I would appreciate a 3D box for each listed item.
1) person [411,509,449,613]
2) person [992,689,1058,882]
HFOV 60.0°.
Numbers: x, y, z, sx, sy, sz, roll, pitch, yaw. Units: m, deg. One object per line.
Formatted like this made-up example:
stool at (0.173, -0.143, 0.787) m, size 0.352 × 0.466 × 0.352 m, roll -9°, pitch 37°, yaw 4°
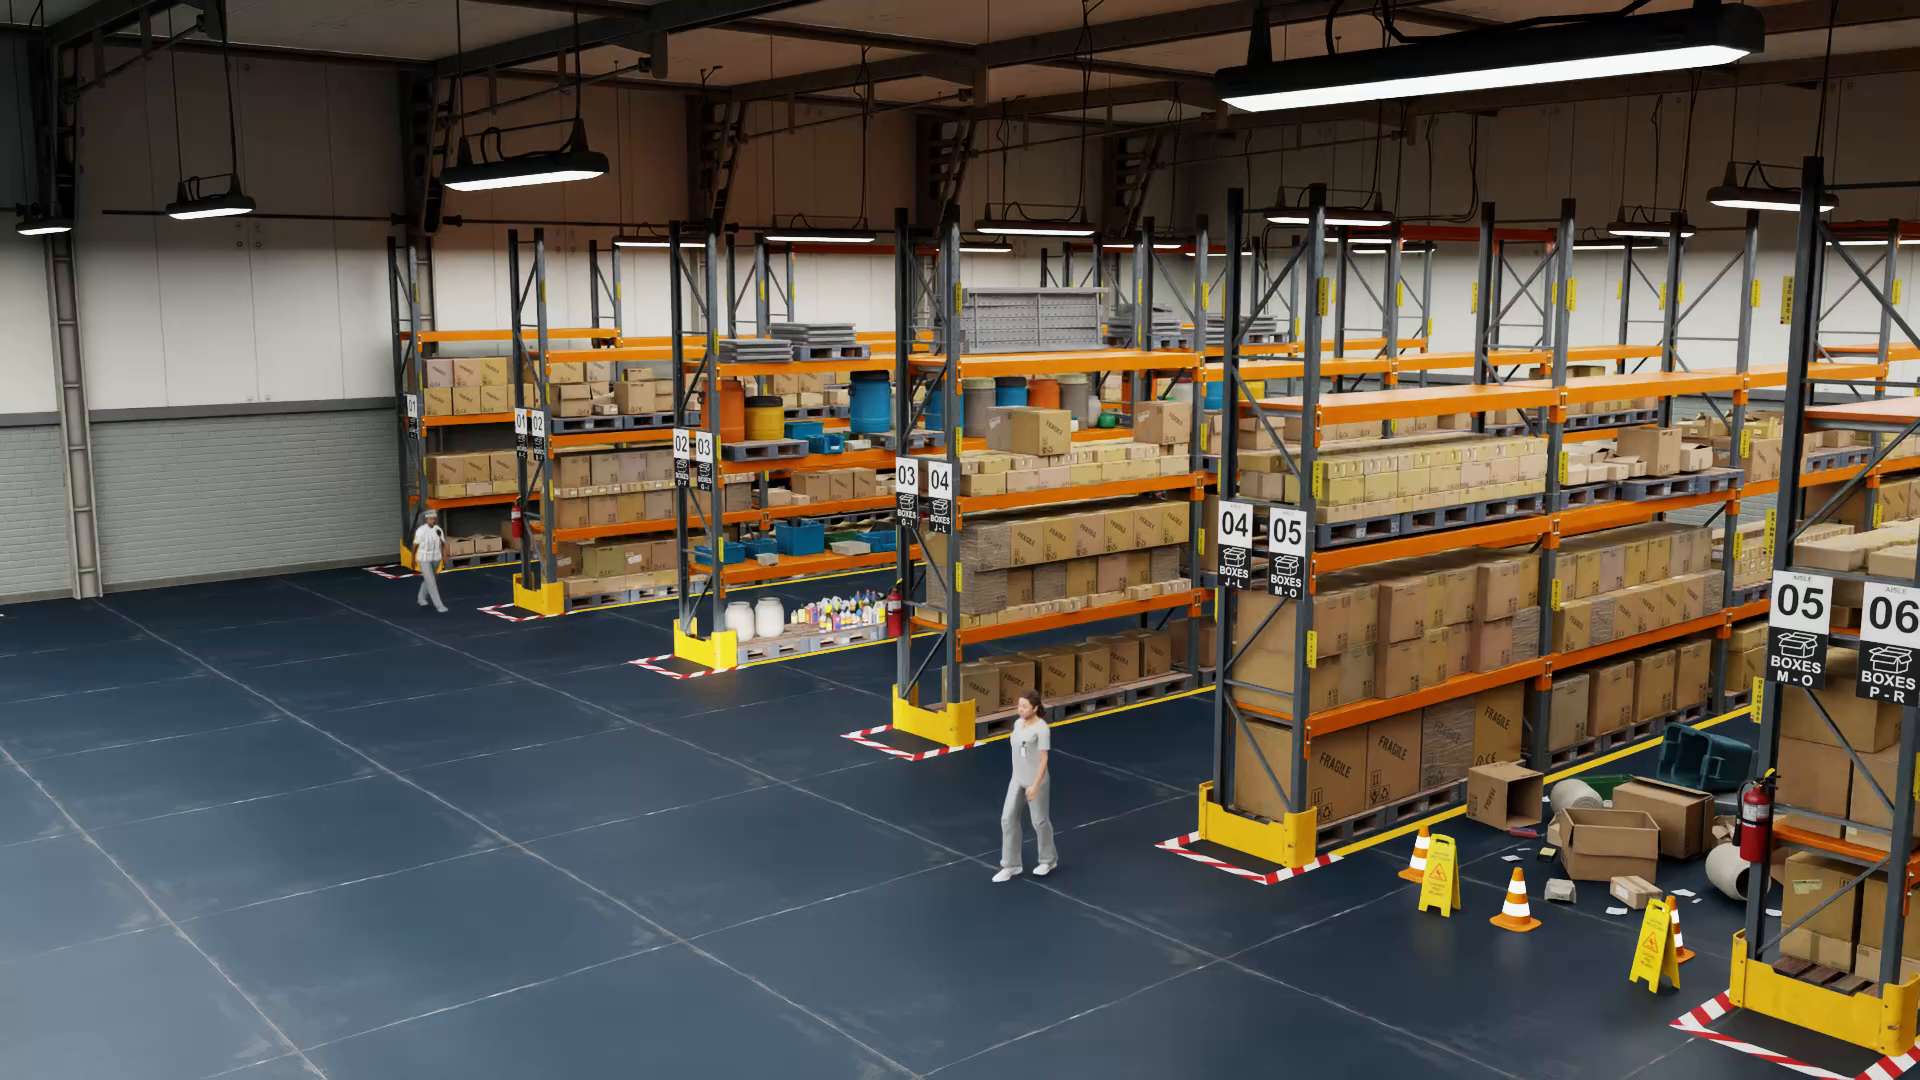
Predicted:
person at (-8.389, 0.305, 26.350) m, size 0.488 × 1.599 × 1.054 m, roll -8°, pitch 12°, yaw -43°
person at (0.588, 2.138, 14.520) m, size 0.622 × 1.705 × 0.495 m, roll -7°, pitch 11°, yaw -40°
